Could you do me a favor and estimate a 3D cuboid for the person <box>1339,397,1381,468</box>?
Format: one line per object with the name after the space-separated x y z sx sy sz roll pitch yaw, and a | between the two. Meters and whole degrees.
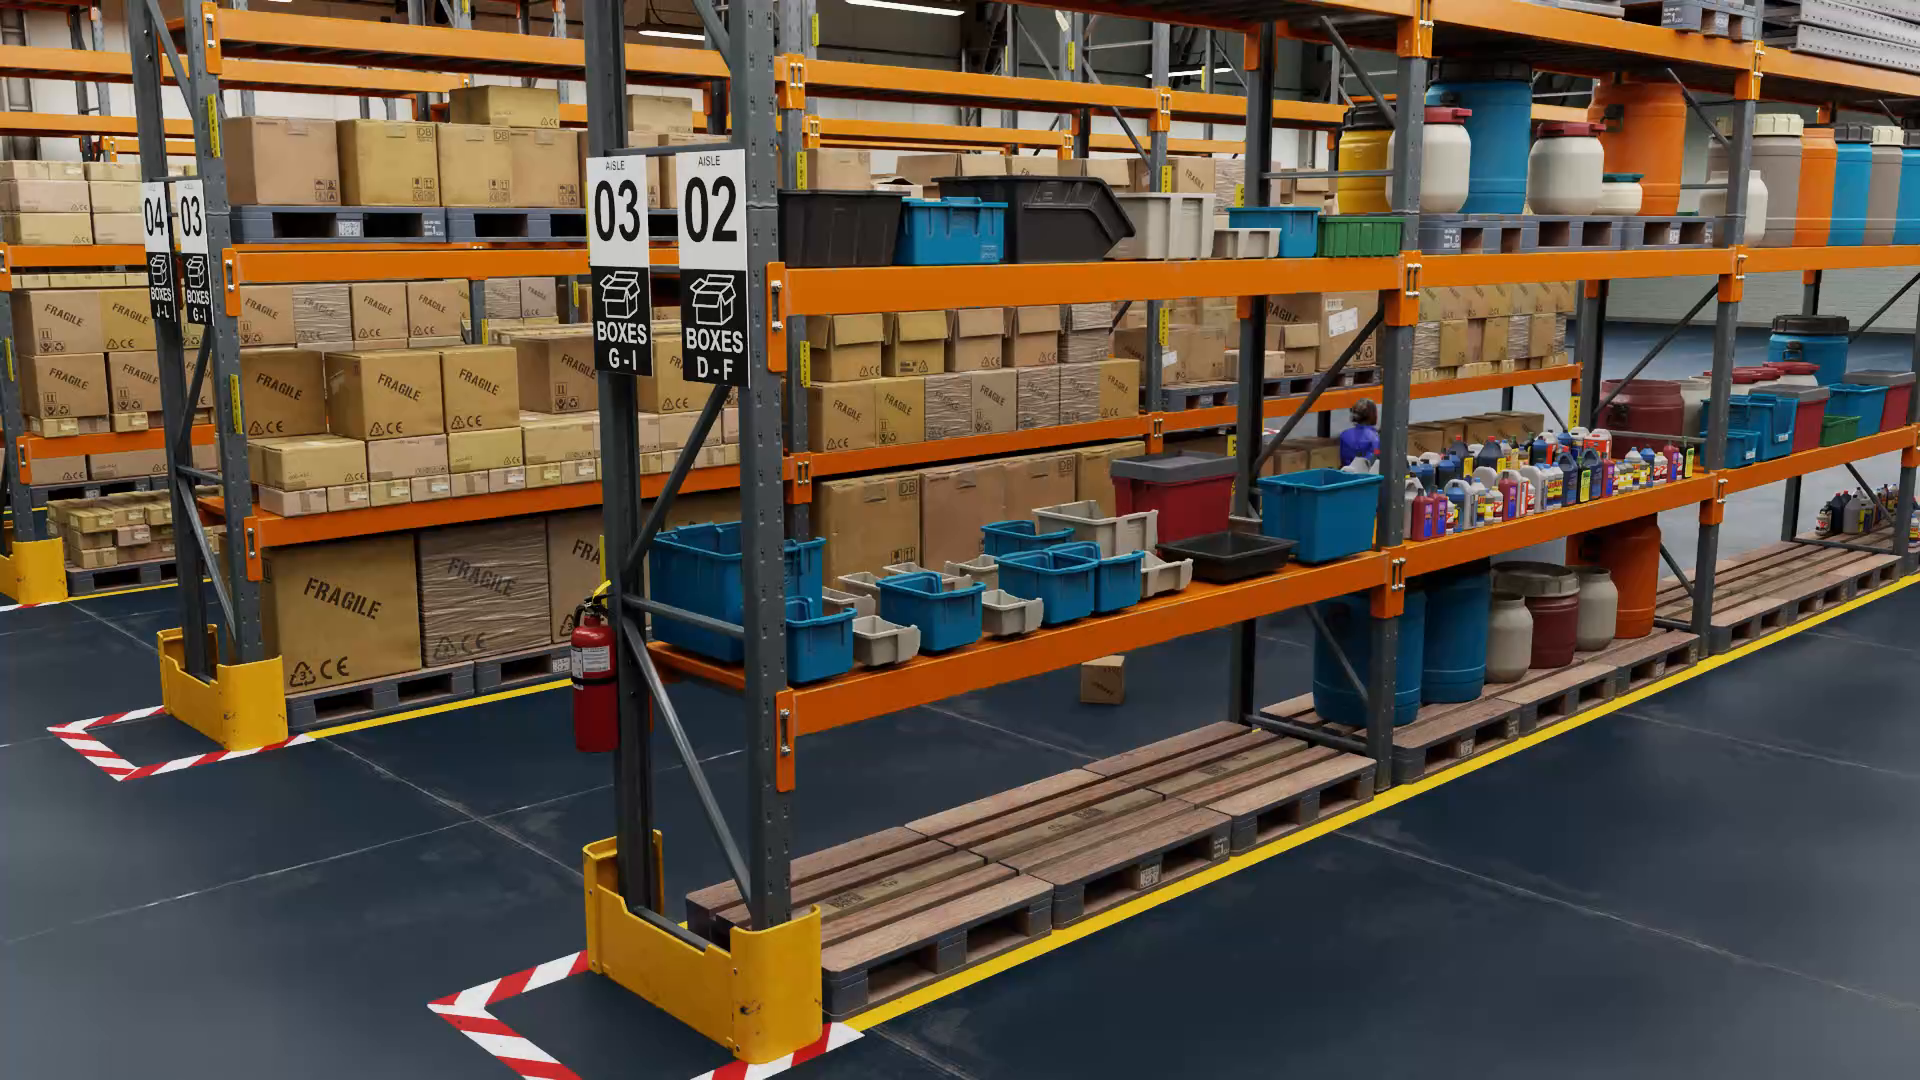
3.194 -0.334 13.199 0.989 1.604 0.447 -10 14 -42 | person
